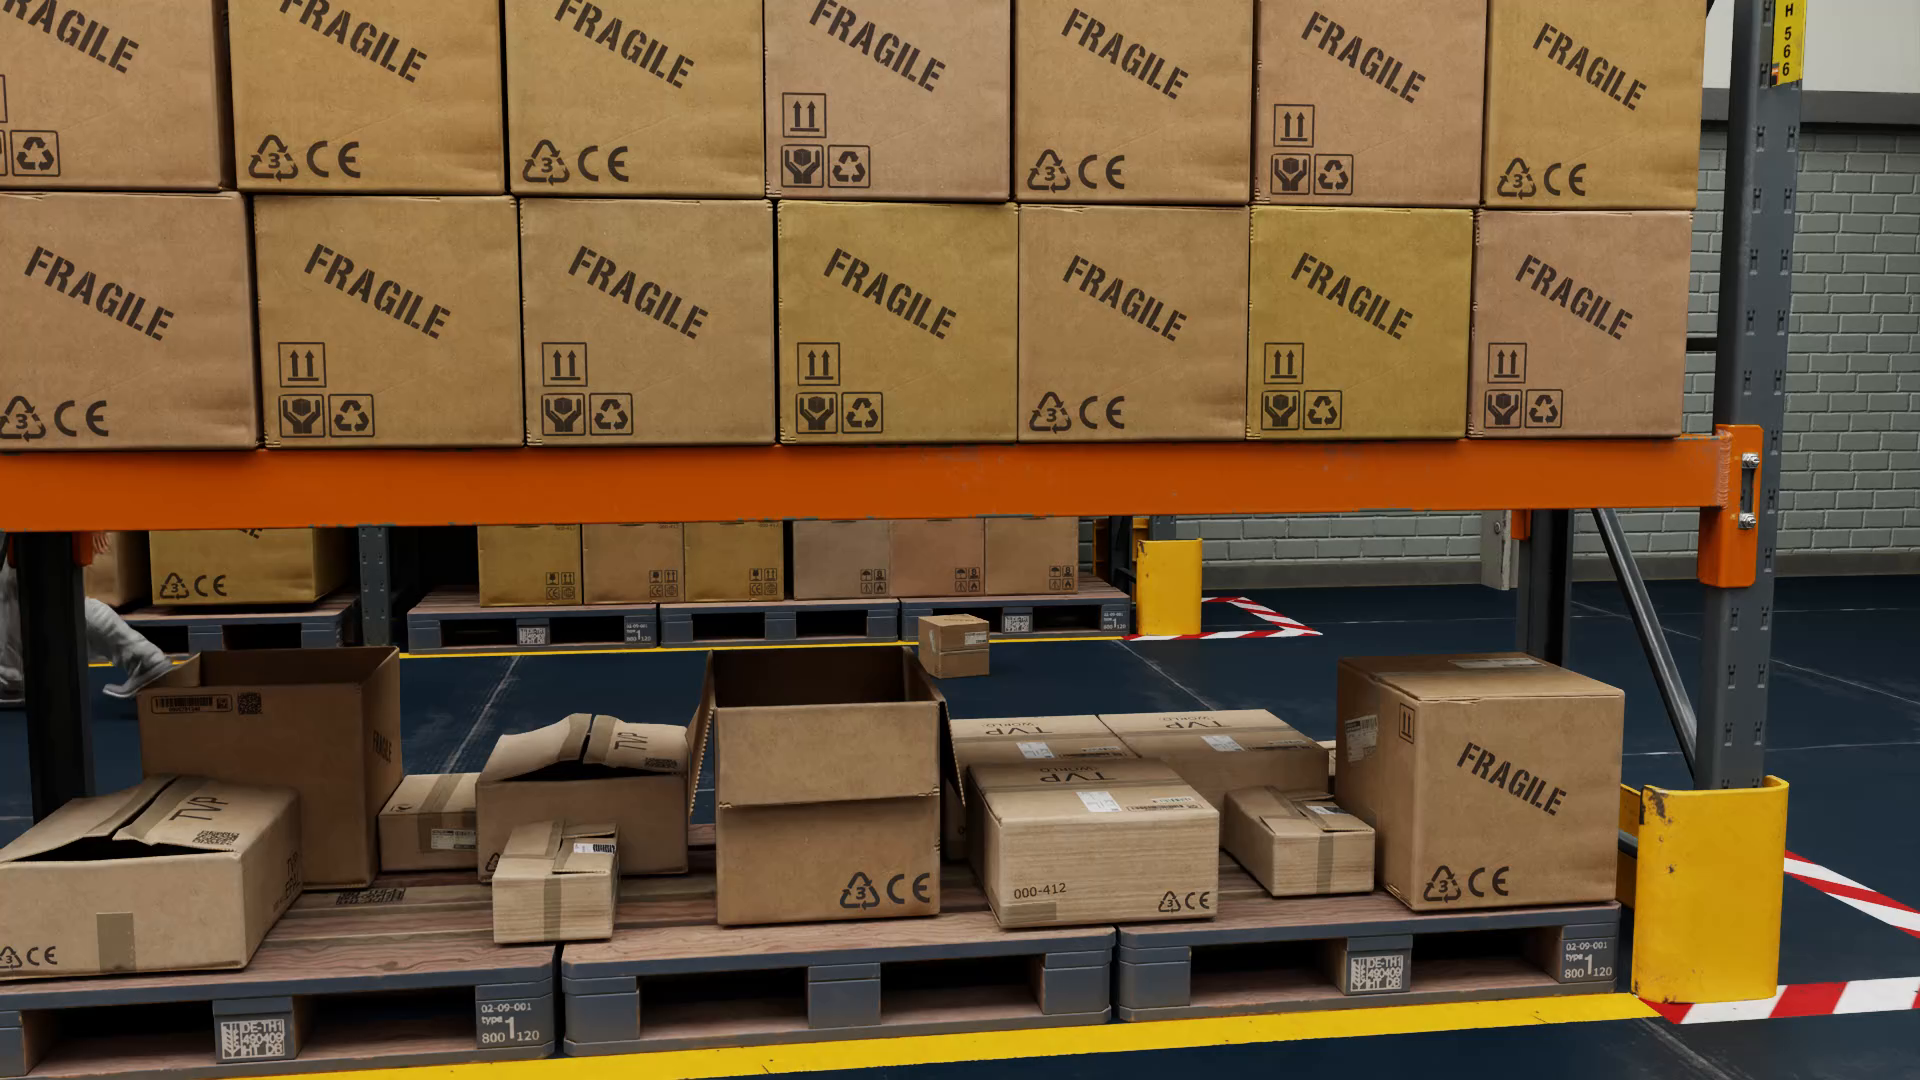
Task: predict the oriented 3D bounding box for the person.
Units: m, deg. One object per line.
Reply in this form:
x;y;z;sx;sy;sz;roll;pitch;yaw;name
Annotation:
-3.711;-0.109;6.759;0.967;1.616;0.472;-1;7;-8;person
